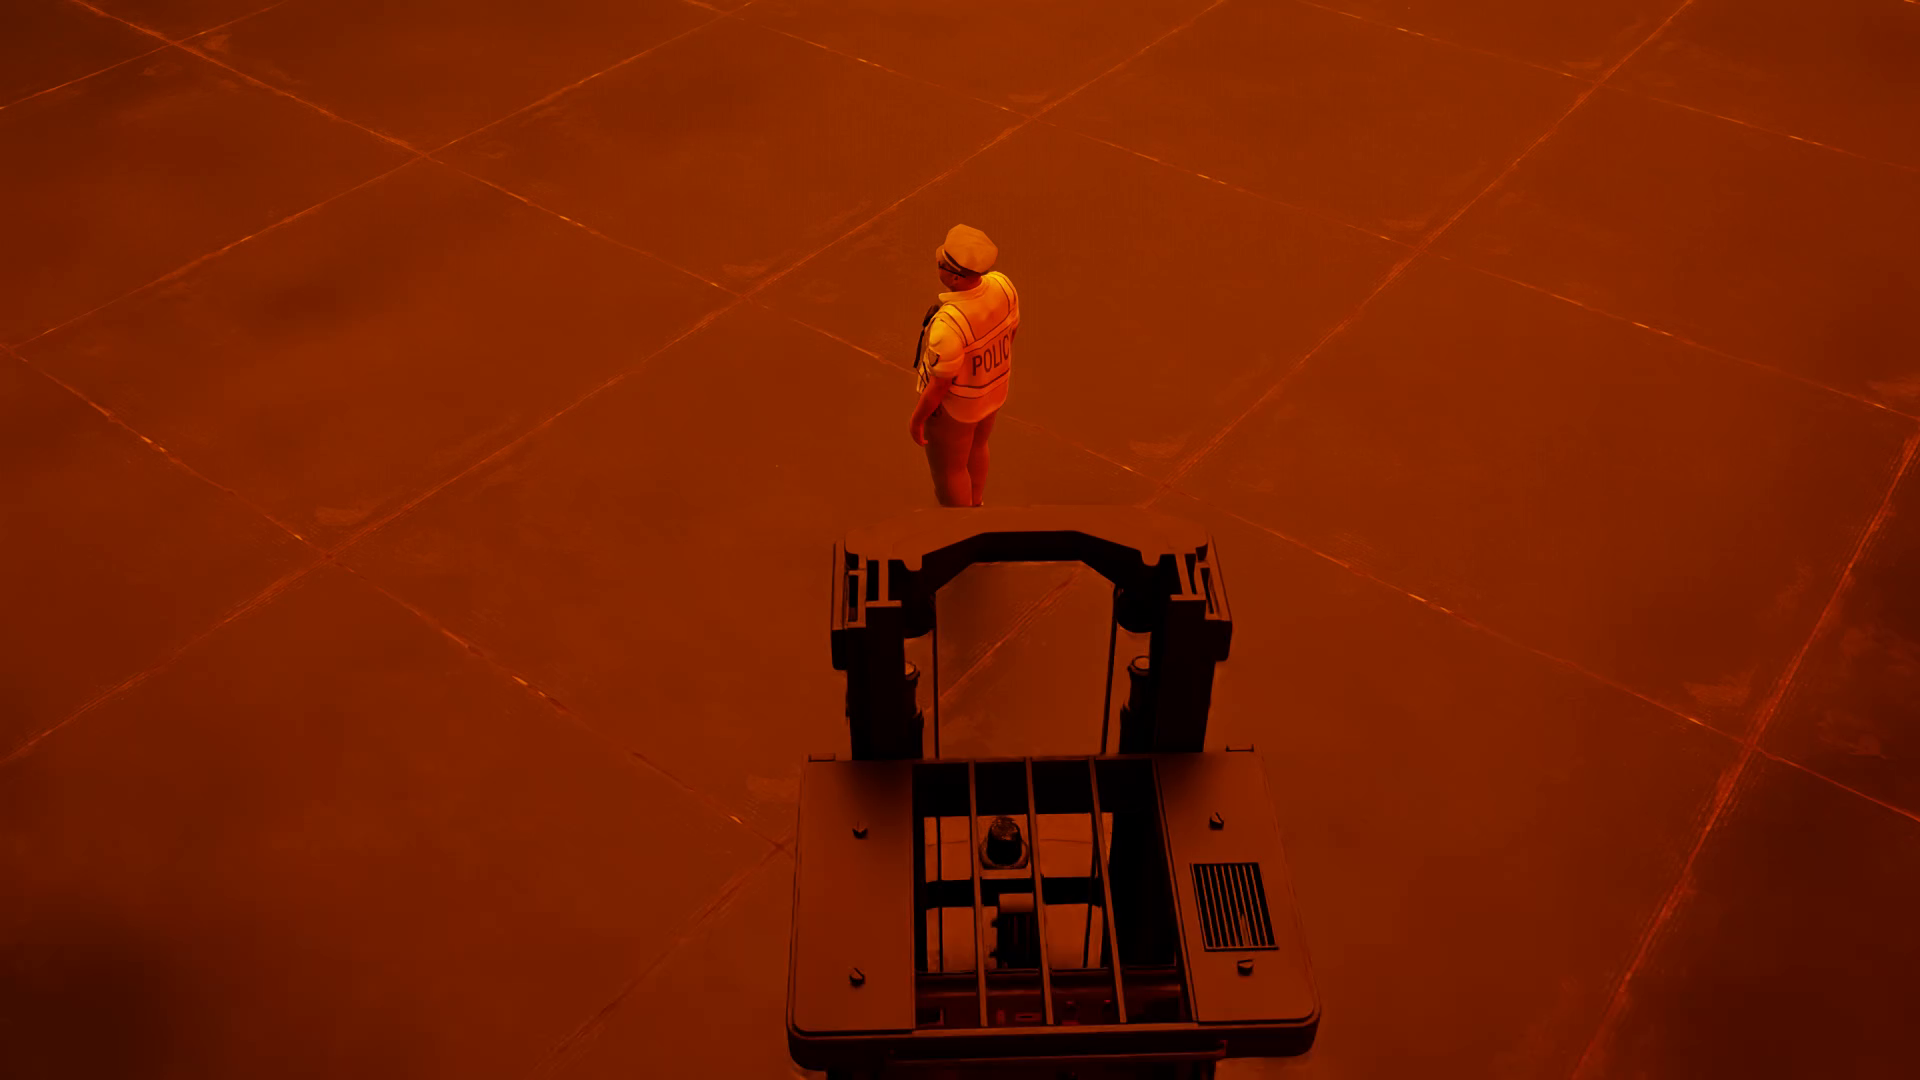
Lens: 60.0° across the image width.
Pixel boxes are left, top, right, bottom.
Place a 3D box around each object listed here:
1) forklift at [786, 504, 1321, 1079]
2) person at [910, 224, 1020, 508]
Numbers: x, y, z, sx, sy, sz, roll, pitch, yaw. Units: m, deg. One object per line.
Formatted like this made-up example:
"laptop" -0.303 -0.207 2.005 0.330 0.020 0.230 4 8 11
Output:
"forklift" 0.179 1.472 4.348 1.130 2.935 3.031 -1 40 -1
"person" -0.054 -0.720 7.794 0.575 1.781 0.640 26 47 28
